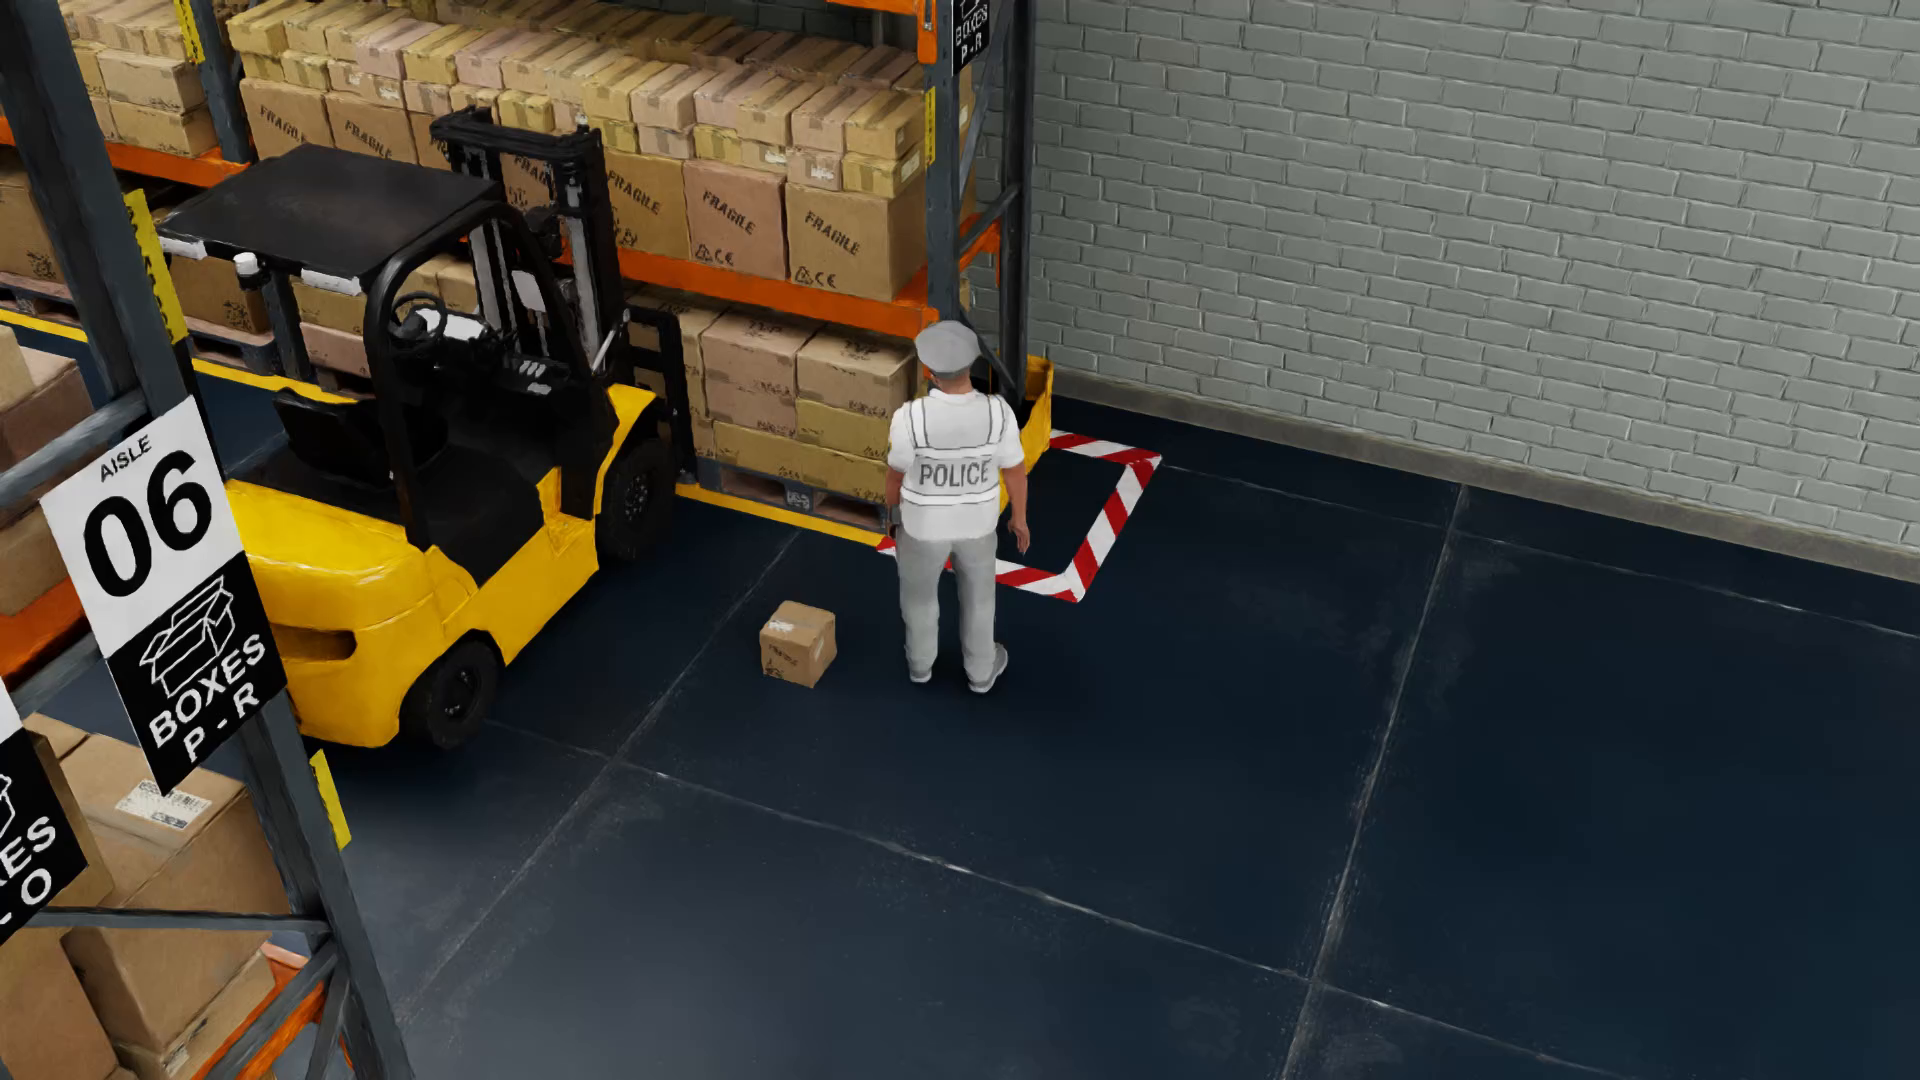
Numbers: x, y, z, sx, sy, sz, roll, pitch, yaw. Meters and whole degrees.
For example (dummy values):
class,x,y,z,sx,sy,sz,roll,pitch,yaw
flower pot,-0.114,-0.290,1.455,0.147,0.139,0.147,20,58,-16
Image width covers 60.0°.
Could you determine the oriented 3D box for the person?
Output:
class,x,y,z,sx,sy,sz,roll,pitch,yaw
person,-0.020,-0.122,6.925,0.596,1.776,0.477,-7,38,-9
